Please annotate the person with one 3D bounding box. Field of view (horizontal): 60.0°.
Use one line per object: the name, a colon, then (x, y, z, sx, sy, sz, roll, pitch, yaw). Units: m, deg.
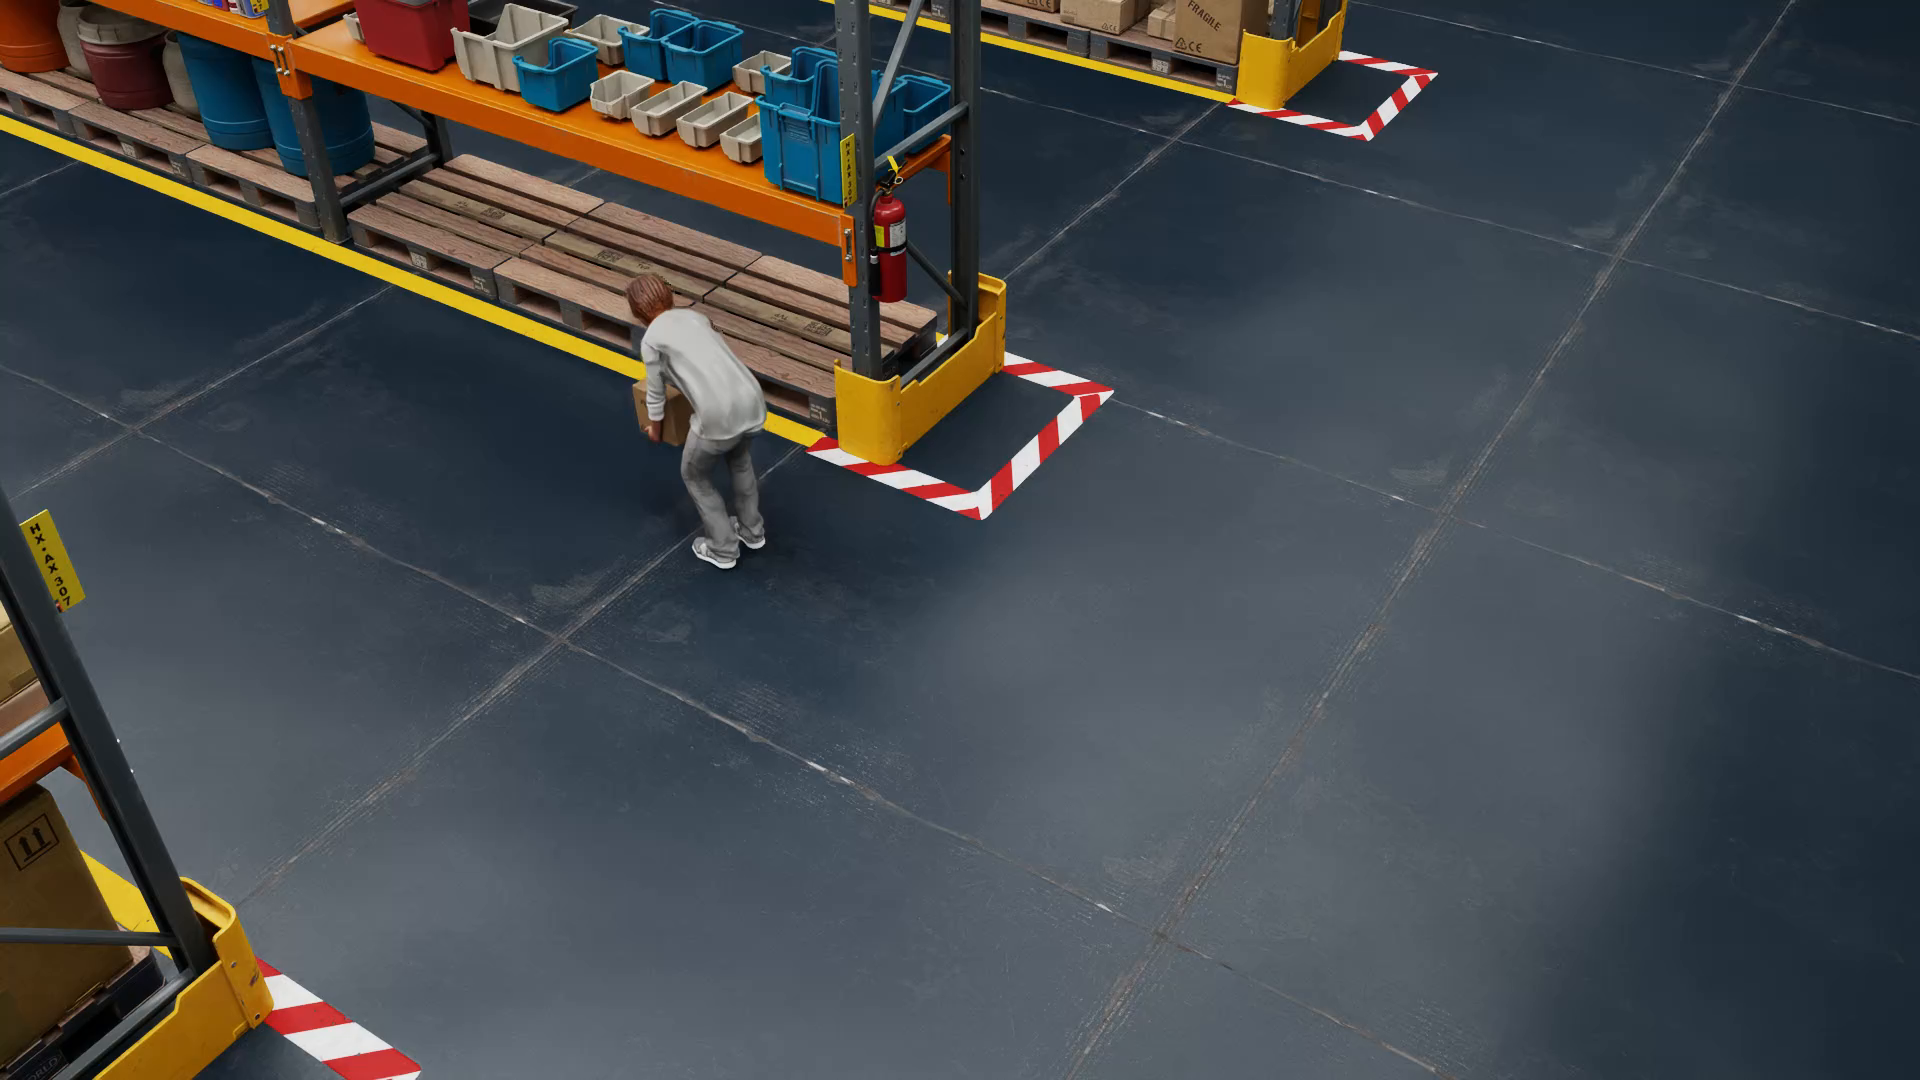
person: (-1.189, -0.532, 7.592, 0.382, 1.289, 0.782, -31, 48, -33)
